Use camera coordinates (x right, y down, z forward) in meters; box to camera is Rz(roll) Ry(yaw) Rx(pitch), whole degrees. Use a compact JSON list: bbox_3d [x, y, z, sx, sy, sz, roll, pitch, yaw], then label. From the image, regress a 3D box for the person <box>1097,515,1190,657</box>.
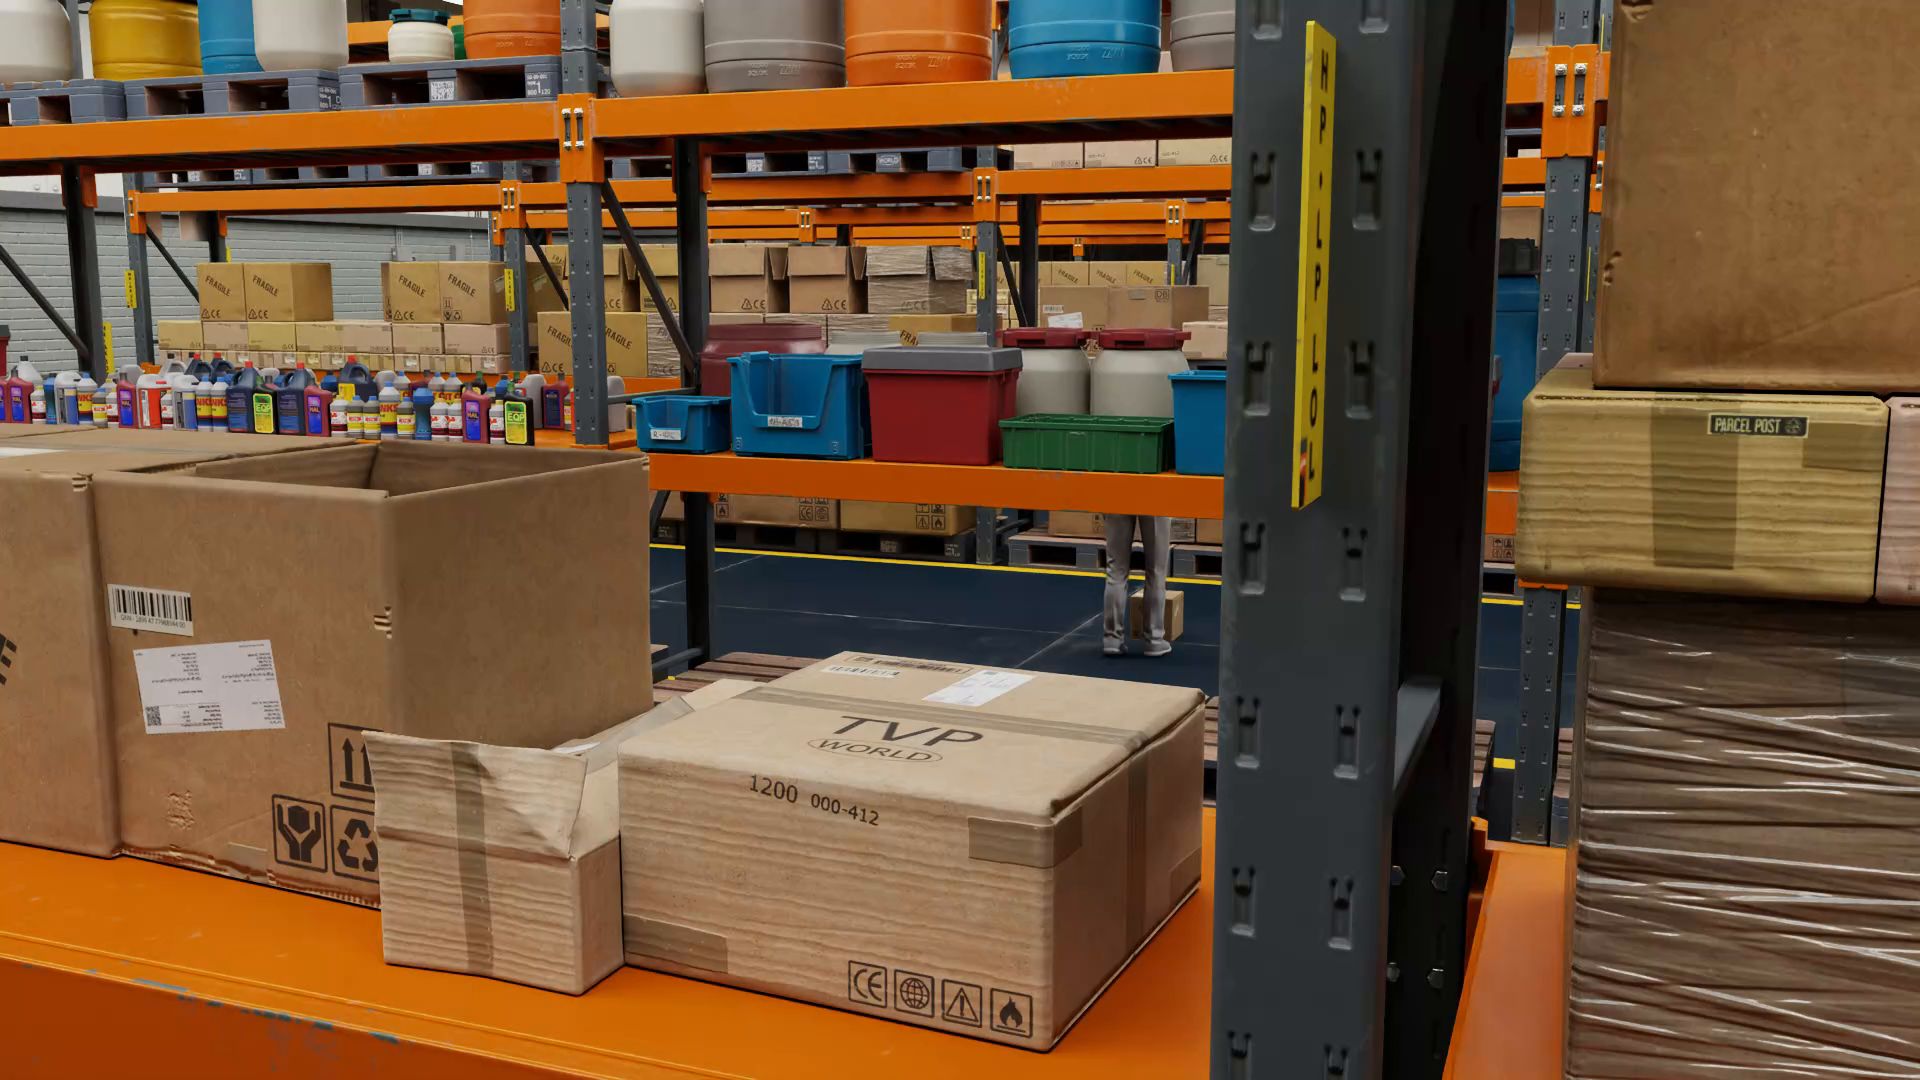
[{"bbox_3d":[1.033,0.206,9.323,0.478,0.851,0.860,3,9,21],"label":"person"}]
